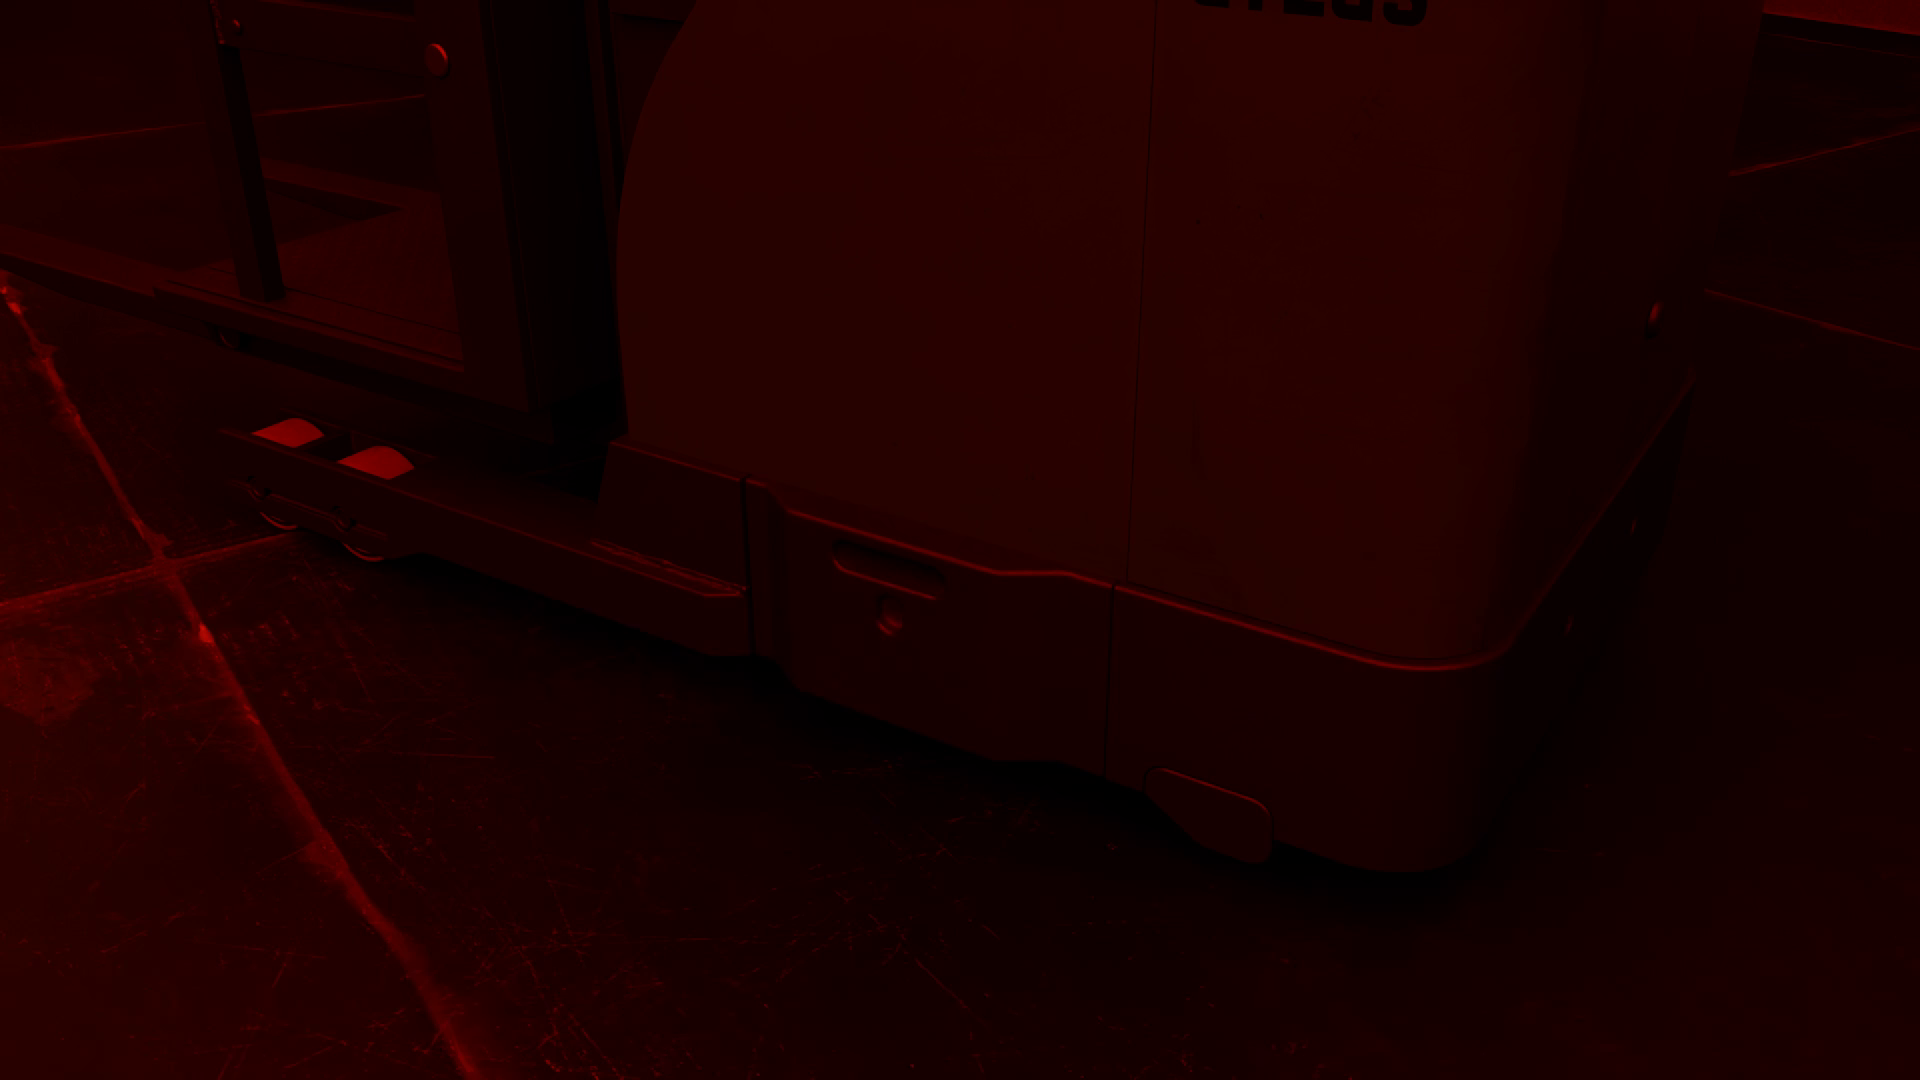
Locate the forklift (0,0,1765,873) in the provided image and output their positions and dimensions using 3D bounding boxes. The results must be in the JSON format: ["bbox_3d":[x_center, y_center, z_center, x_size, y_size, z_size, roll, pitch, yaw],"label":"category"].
[{"bbox_3d":[-0.511,-1.459,2.139,3.031,2.935,1.130,16,31,29],"label":"forklift"}]
